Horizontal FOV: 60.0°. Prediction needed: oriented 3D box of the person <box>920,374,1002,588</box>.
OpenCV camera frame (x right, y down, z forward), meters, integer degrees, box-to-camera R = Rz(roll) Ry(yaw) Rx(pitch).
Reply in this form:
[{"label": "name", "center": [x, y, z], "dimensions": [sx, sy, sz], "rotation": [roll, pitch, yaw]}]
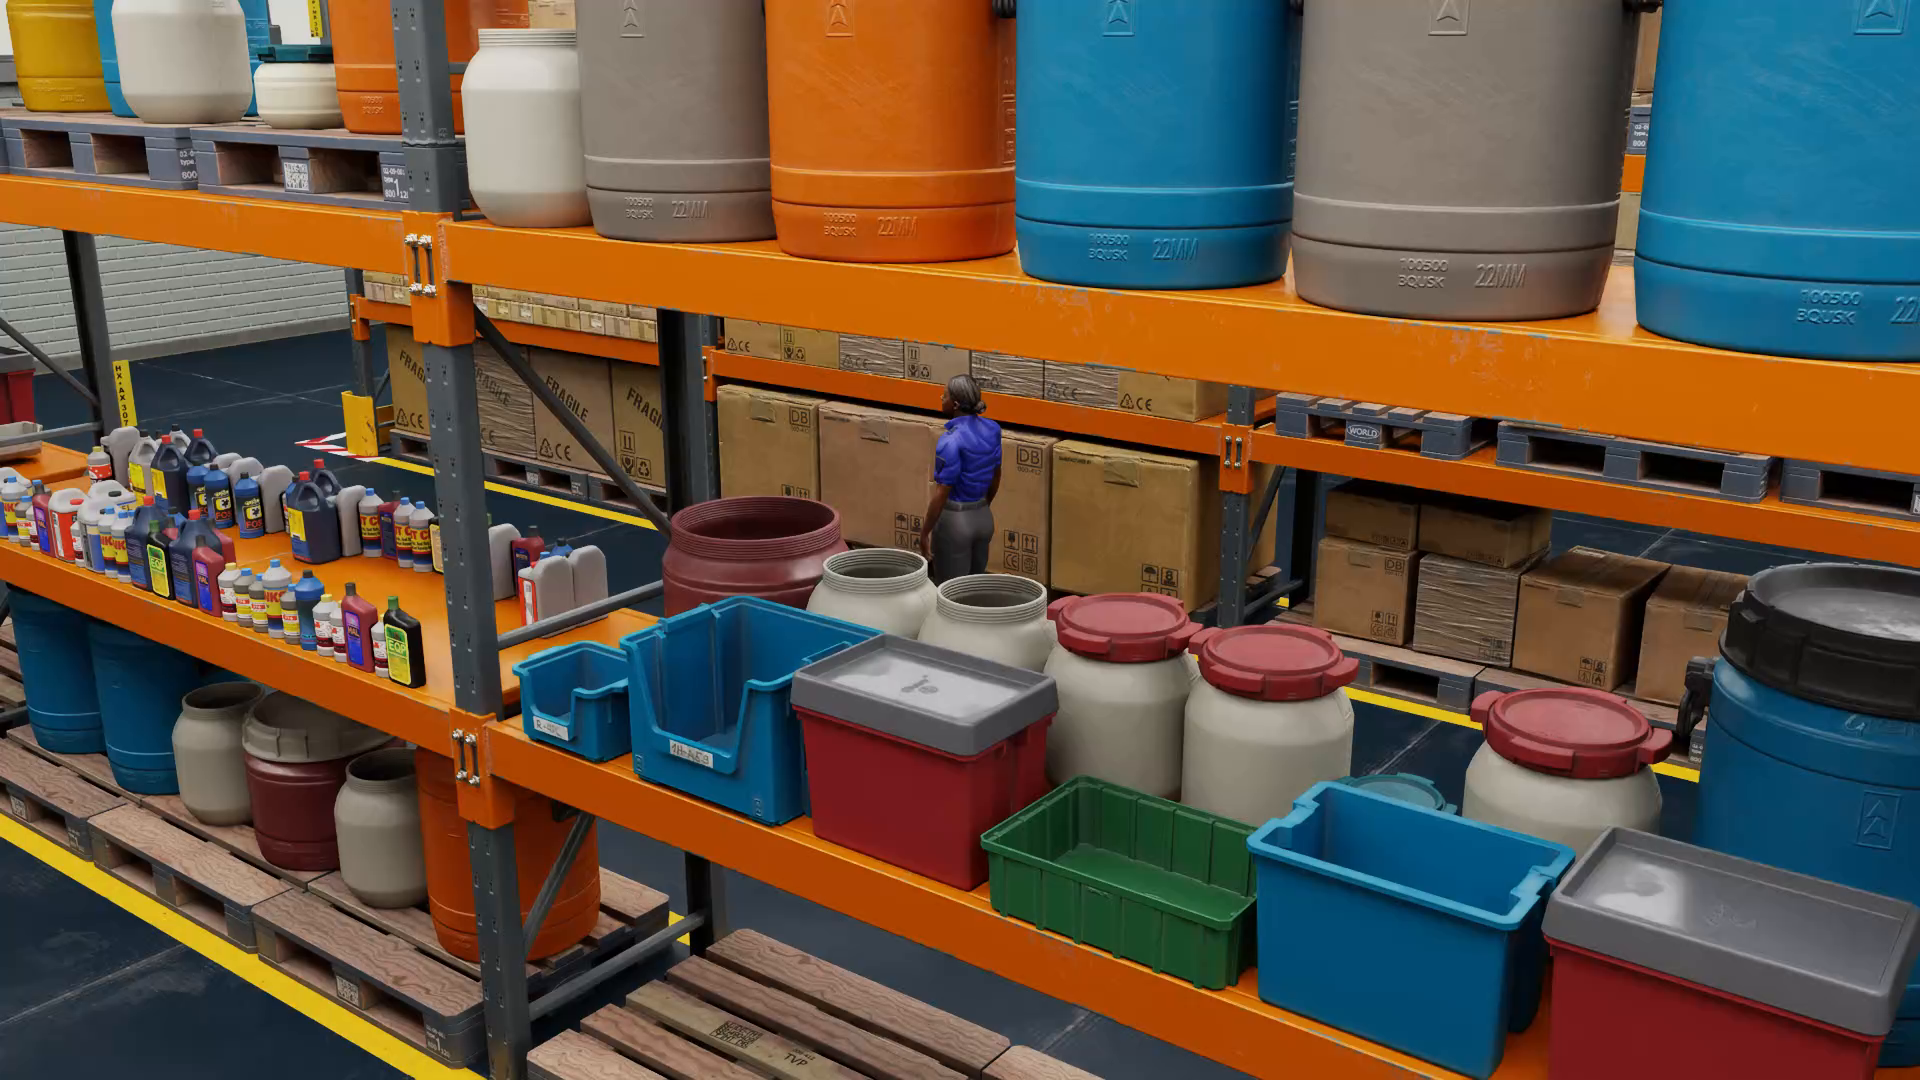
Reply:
[{"label": "person", "center": [-0.048, -0.083, 8.796], "dimensions": [0.503, 1.656, 0.569], "rotation": [13, 21, 37]}]
